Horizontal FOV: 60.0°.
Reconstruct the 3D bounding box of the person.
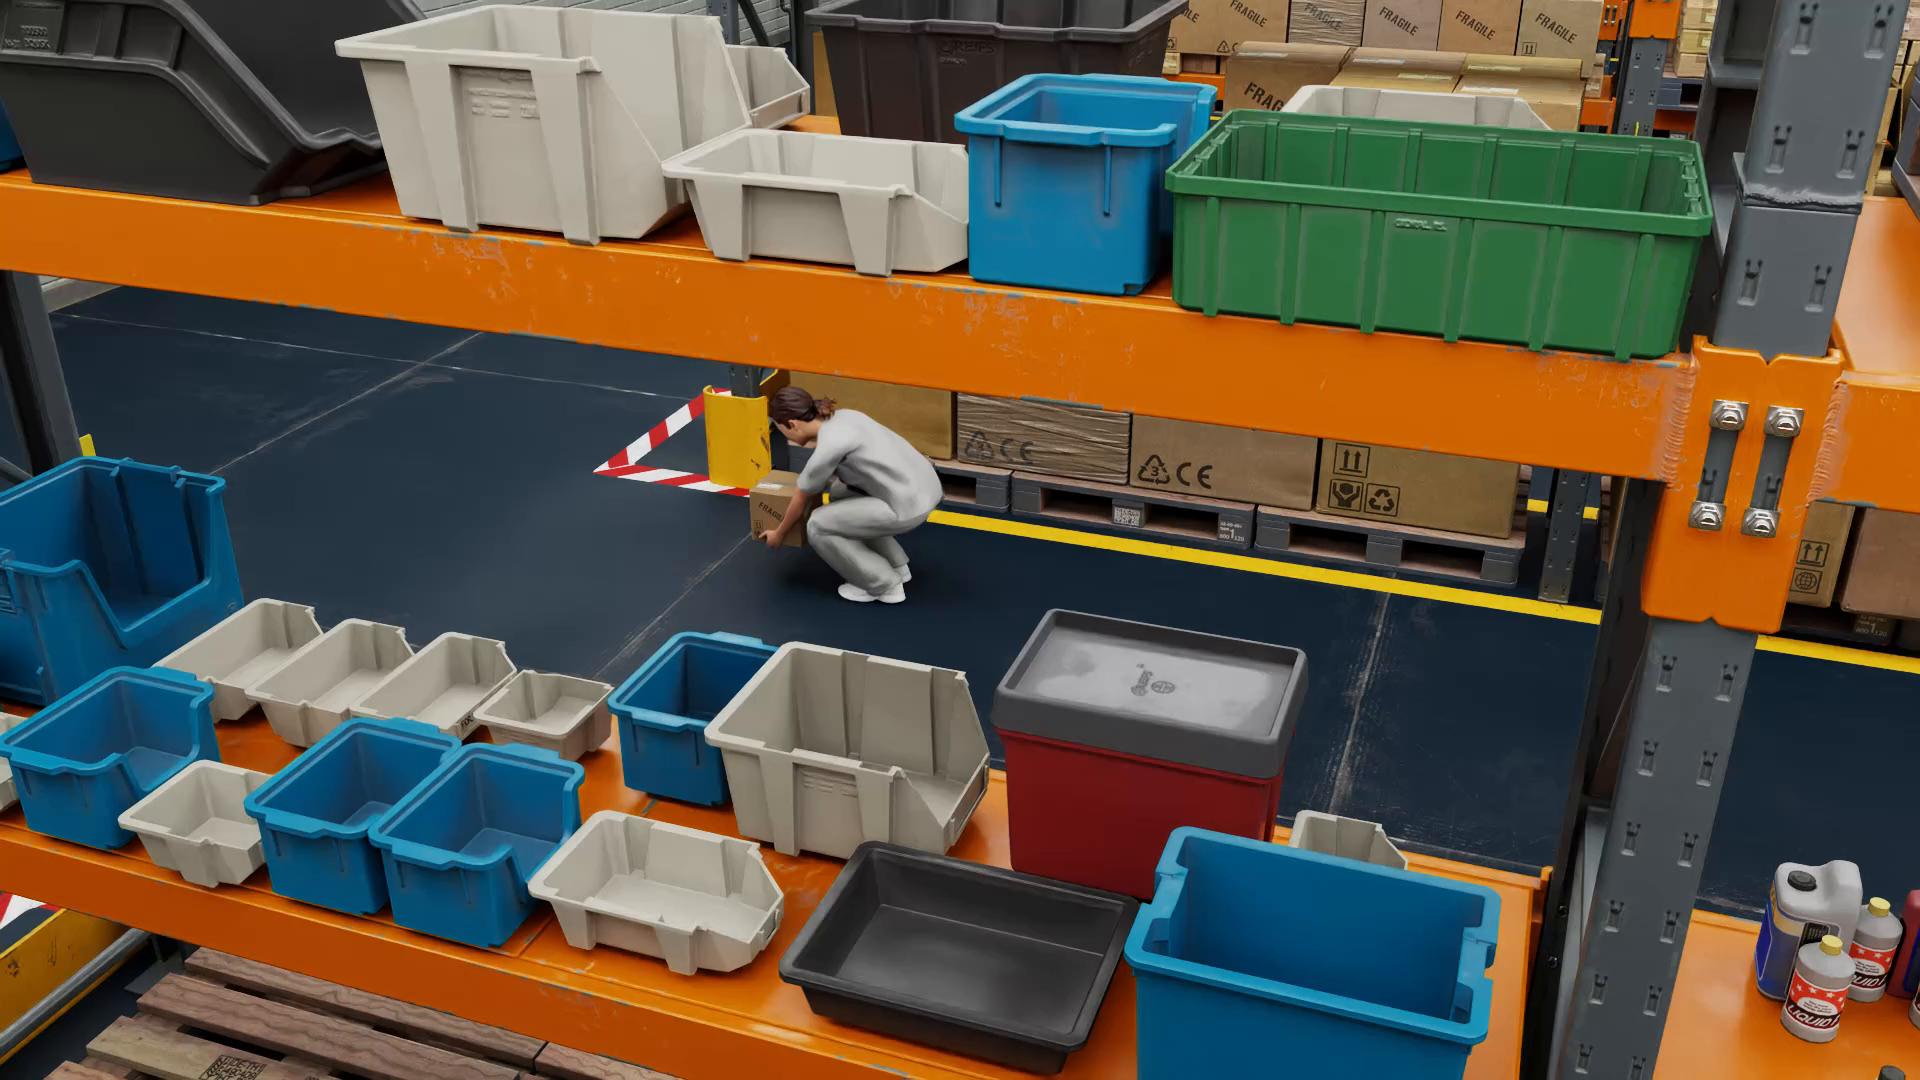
[{"bbox_3d":[-0.487,-0.222,7.418,0.825,0.945,0.452,8,27,16],"label":"person"}]
